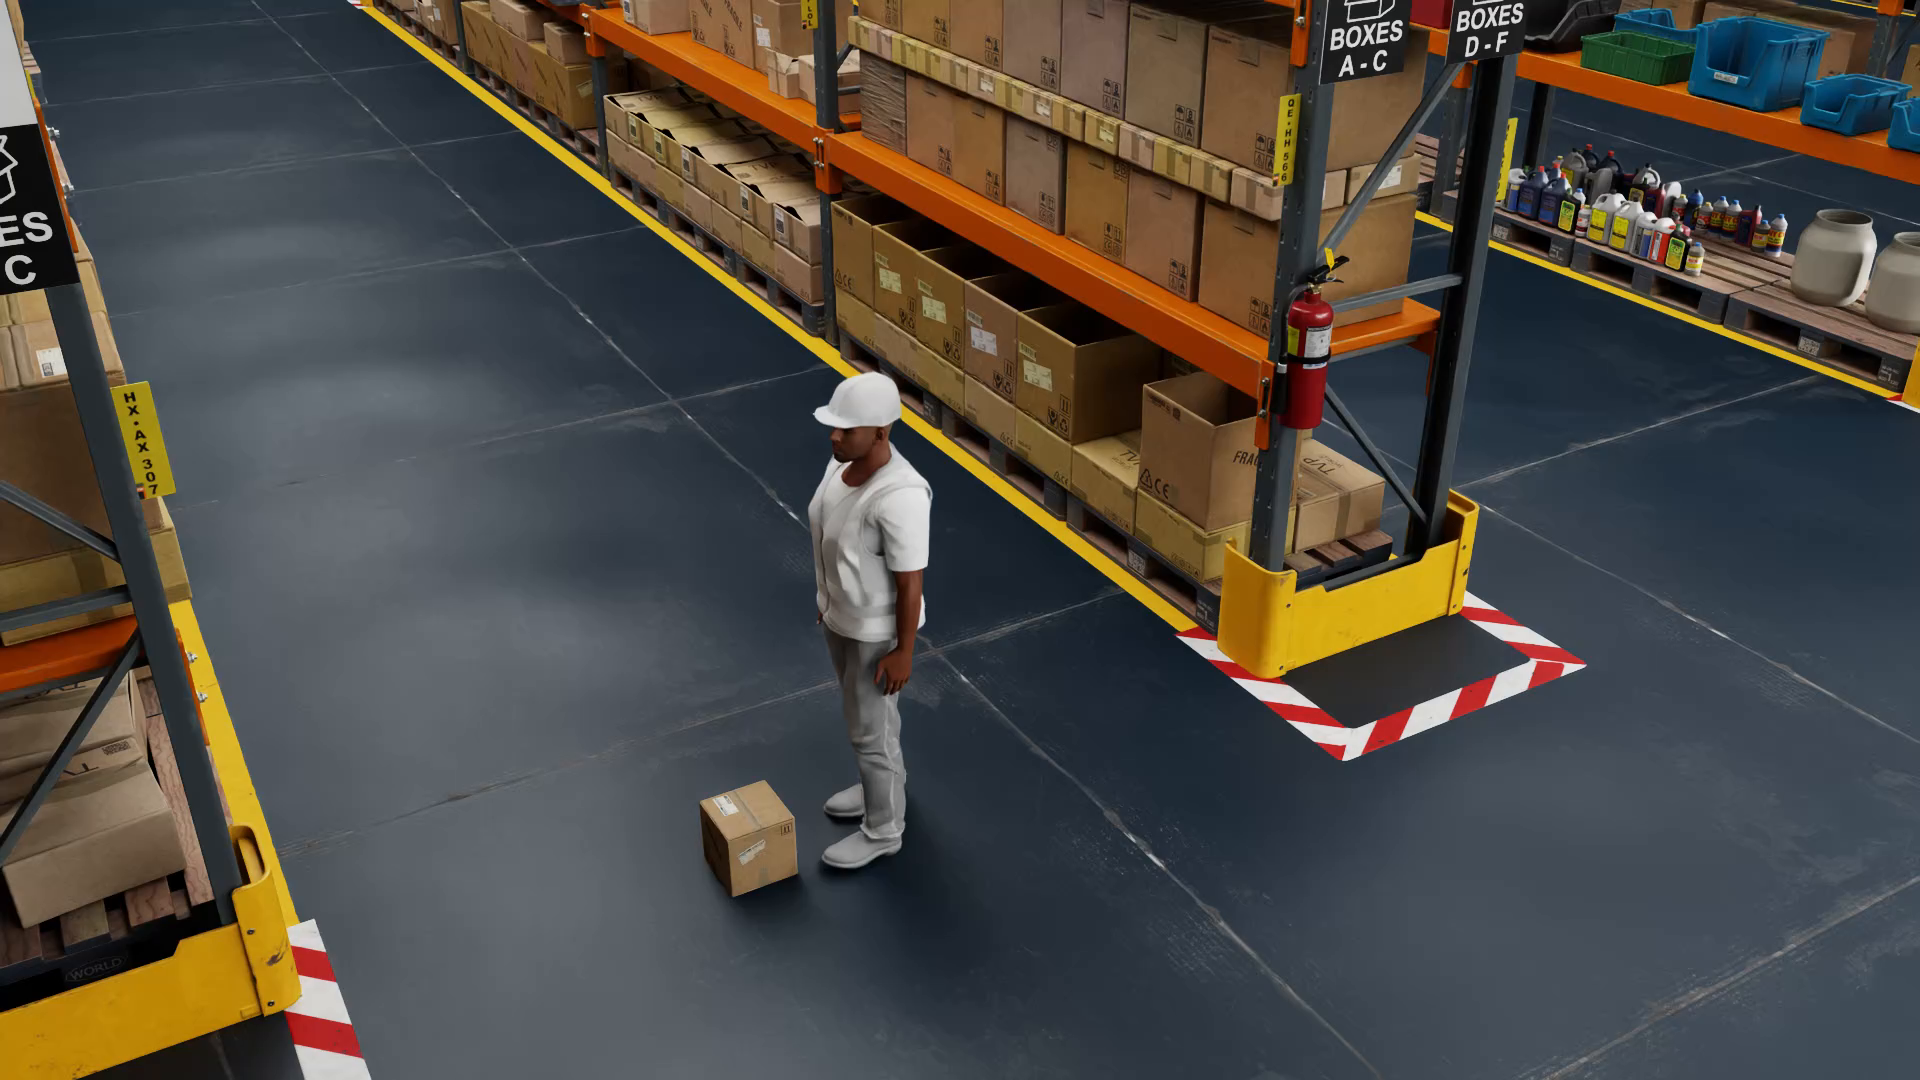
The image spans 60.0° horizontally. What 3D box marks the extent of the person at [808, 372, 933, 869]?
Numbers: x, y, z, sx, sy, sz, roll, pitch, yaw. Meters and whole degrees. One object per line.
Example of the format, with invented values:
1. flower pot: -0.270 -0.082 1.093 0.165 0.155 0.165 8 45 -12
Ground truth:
1. person: -0.345 0.274 5.606 0.460 1.768 0.566 -15 32 -25
